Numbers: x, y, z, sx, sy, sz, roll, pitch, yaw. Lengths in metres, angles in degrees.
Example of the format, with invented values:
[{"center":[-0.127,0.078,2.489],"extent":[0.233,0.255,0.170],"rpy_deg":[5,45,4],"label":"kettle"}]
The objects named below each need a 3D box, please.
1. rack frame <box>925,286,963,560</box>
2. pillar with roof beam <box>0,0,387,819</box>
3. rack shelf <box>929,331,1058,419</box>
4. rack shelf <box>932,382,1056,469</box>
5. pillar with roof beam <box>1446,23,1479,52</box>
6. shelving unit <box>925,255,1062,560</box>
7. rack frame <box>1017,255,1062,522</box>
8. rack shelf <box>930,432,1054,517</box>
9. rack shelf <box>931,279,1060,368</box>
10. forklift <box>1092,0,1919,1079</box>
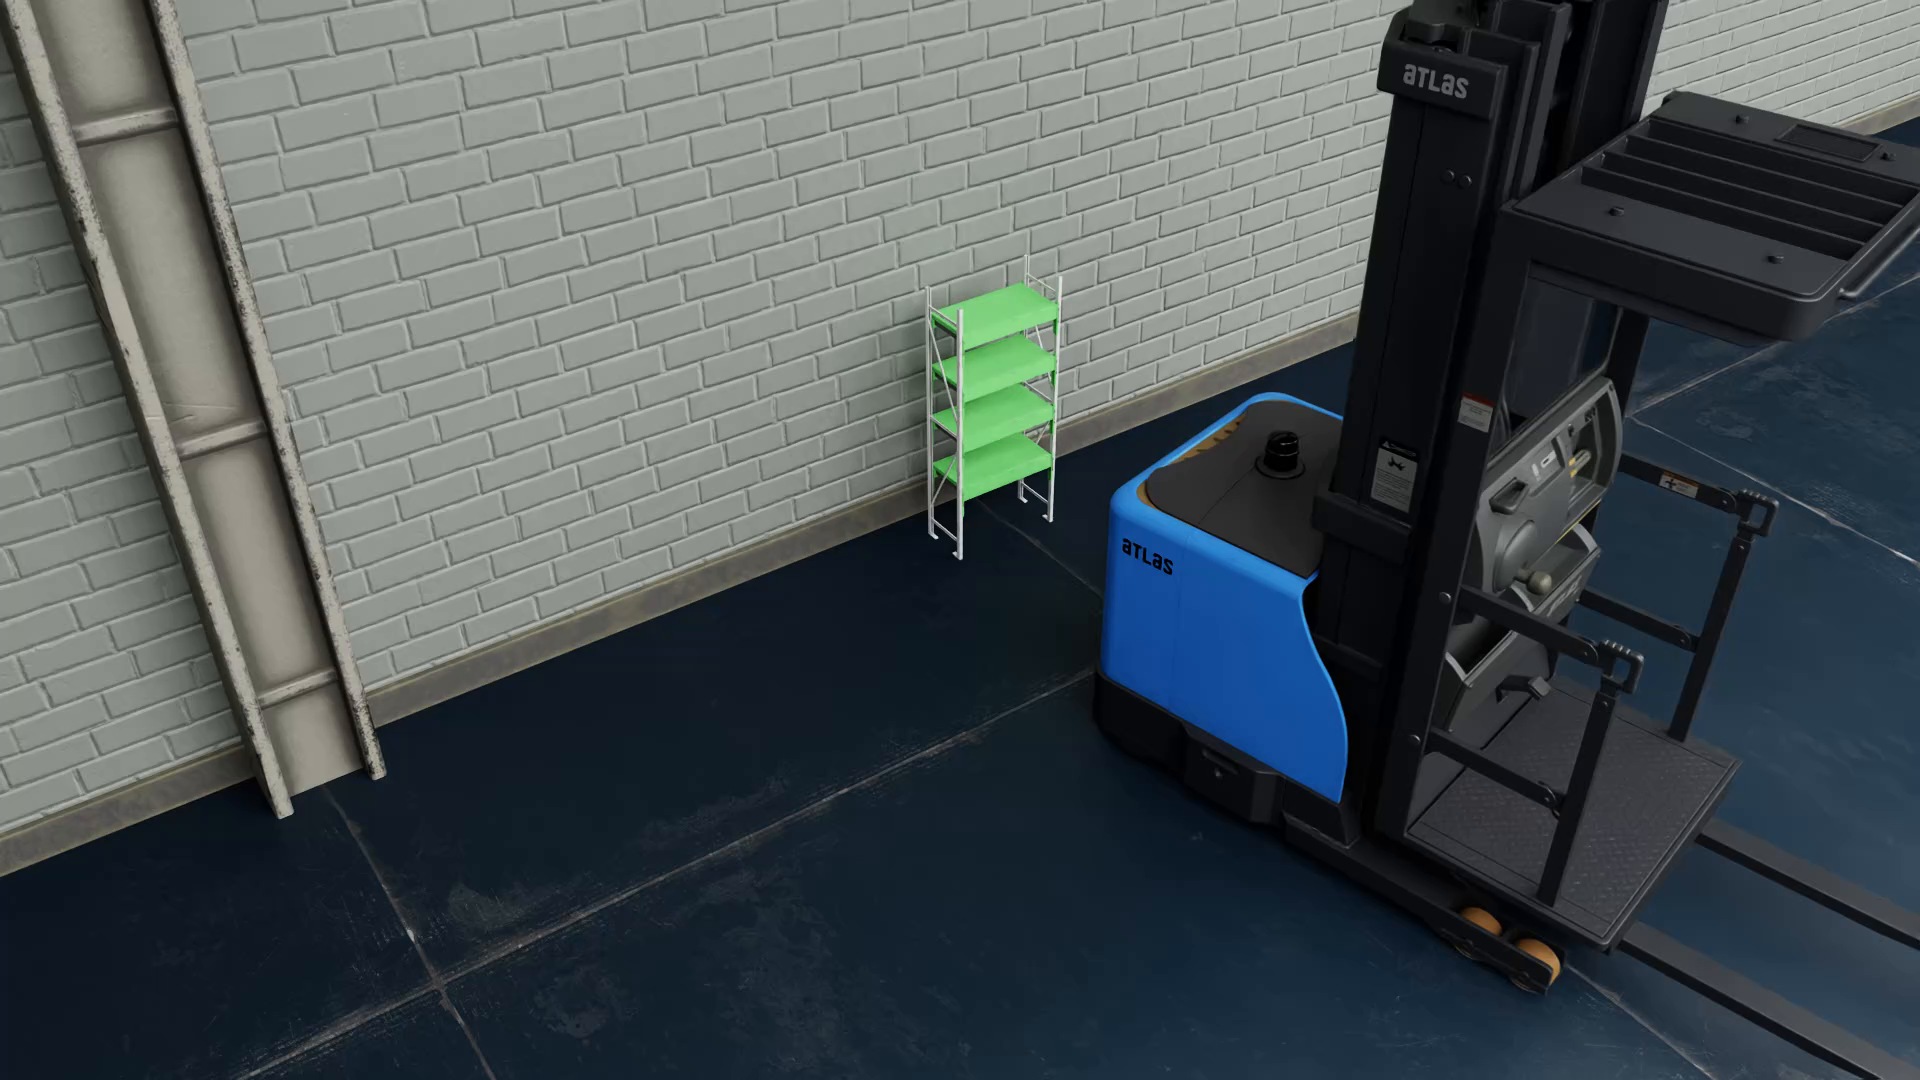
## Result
[{"center":[-0.064,-0.461,6.863],"extent":[0.015,1.200,0.240],"rpy_deg":[-22,41,-28],"label":"rack frame"},{"center":[0.143,-0.750,0.586],"extent":[0.400,9.000,9.100],"rpy_deg":[-22,41,-28],"label":"pillar with roof beam"},{"center":[0.135,-0.686,6.874],"extent":[0.480,0.148,0.258],"rpy_deg":[-22,41,-28],"label":"rack shelf"},{"center":[0.135,-0.491,7.014],"extent":[0.480,0.148,0.258],"rpy_deg":[-22,41,-28],"label":"rack shelf"},{"center":[5.048,-2.768,3.392],"extent":[0.400,9.000,9.100],"rpy_deg":[-22,41,-28],"label":"pillar with roof beam"},{"center":[0.135,-0.543,6.977],"extent":[0.503,1.200,0.258],"rpy_deg":[-22,41,-28],"label":"shelving unit"},{"center":[0.335,-0.625,7.091],"extent":[0.015,1.200,0.240],"rpy_deg":[-22,41,-28],"label":"rack frame"},{"center":[0.135,-0.296,7.155],"extent":[0.480,0.148,0.258],"rpy_deg":[-22,41,-28],"label":"rack shelf"},{"center":[0.135,-0.881,6.734],"extent":[0.480,0.148,0.258],"rpy_deg":[-22,41,-28],"label":"rack shelf"},{"center":[1.929,-0.110,4.893],"extent":[3.031,2.935,1.130],"rpy_deg":[28,44,33],"label":"forklift"}]
